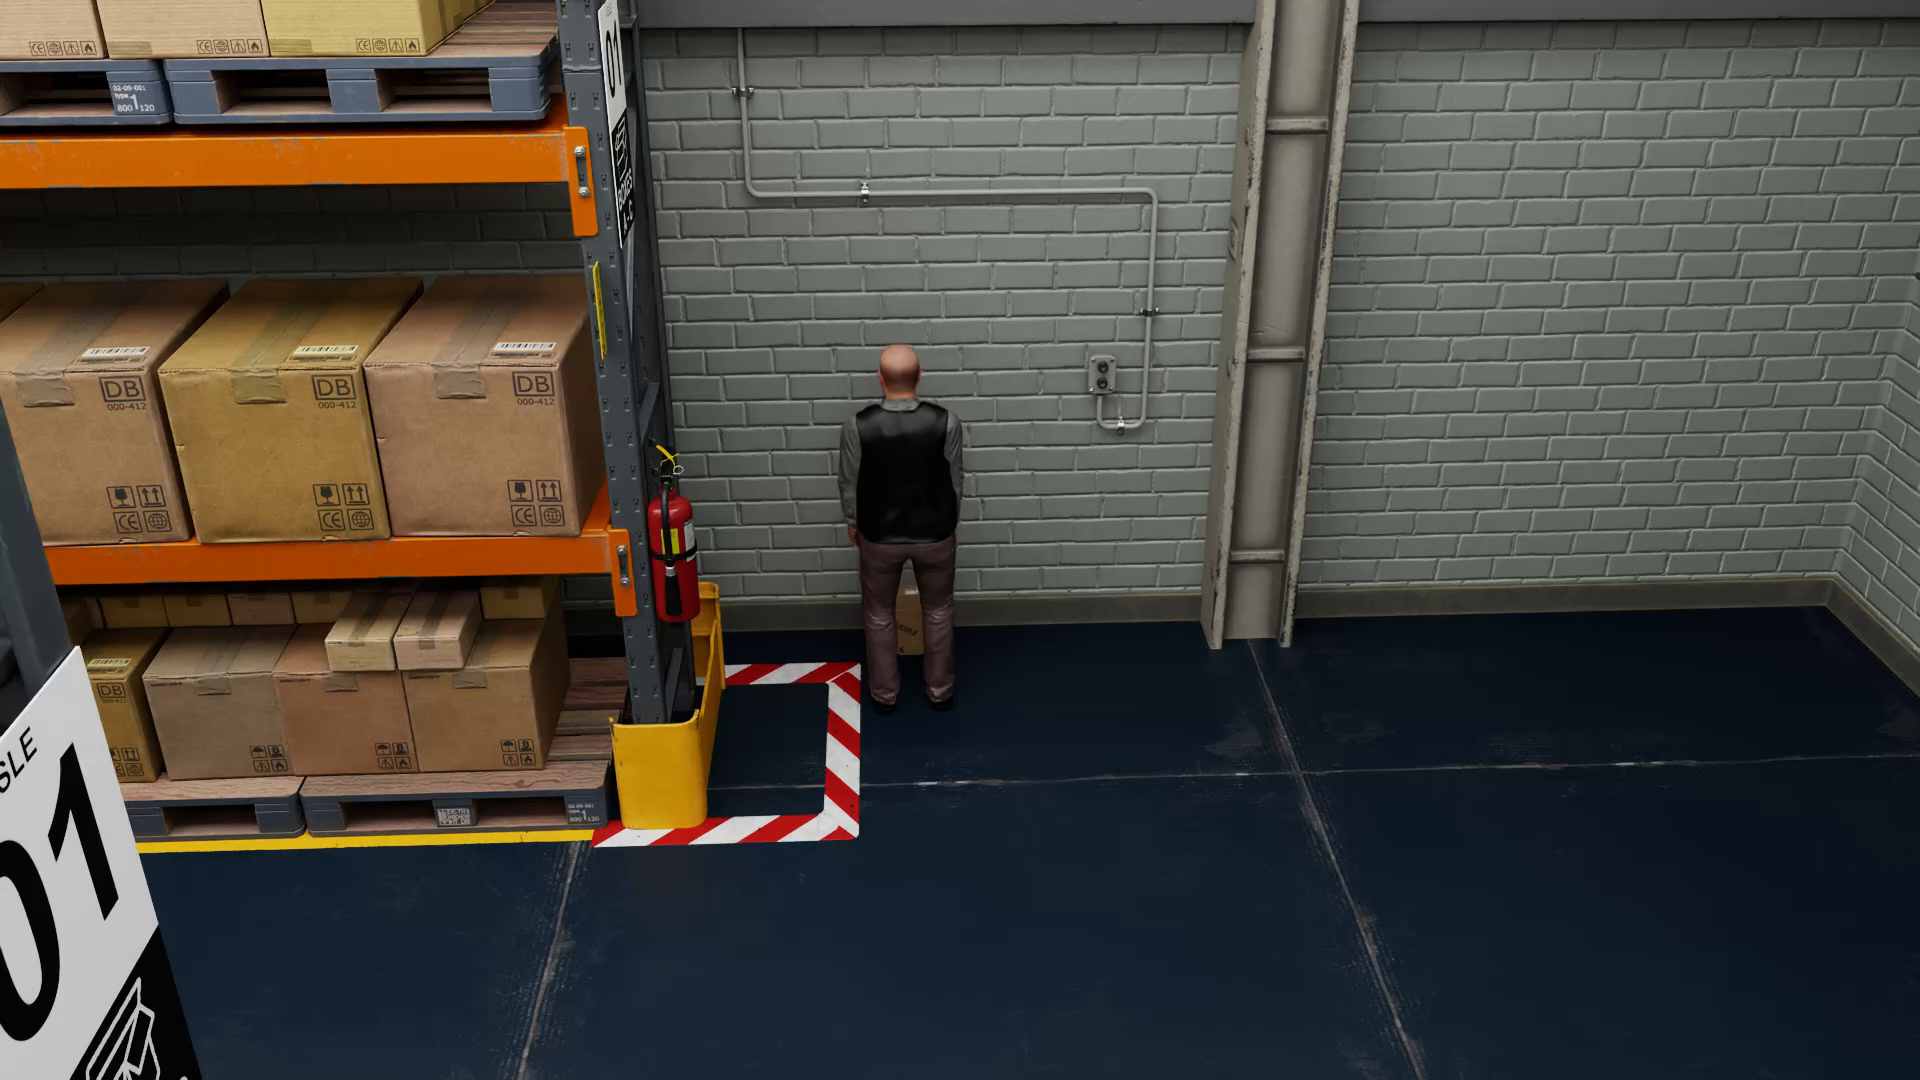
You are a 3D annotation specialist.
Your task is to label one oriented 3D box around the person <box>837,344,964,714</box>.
[{"bbox_3d":[-0.252,-0.025,7.219,0.540,1.705,0.359,-2,27,-3],"label":"person"}]
